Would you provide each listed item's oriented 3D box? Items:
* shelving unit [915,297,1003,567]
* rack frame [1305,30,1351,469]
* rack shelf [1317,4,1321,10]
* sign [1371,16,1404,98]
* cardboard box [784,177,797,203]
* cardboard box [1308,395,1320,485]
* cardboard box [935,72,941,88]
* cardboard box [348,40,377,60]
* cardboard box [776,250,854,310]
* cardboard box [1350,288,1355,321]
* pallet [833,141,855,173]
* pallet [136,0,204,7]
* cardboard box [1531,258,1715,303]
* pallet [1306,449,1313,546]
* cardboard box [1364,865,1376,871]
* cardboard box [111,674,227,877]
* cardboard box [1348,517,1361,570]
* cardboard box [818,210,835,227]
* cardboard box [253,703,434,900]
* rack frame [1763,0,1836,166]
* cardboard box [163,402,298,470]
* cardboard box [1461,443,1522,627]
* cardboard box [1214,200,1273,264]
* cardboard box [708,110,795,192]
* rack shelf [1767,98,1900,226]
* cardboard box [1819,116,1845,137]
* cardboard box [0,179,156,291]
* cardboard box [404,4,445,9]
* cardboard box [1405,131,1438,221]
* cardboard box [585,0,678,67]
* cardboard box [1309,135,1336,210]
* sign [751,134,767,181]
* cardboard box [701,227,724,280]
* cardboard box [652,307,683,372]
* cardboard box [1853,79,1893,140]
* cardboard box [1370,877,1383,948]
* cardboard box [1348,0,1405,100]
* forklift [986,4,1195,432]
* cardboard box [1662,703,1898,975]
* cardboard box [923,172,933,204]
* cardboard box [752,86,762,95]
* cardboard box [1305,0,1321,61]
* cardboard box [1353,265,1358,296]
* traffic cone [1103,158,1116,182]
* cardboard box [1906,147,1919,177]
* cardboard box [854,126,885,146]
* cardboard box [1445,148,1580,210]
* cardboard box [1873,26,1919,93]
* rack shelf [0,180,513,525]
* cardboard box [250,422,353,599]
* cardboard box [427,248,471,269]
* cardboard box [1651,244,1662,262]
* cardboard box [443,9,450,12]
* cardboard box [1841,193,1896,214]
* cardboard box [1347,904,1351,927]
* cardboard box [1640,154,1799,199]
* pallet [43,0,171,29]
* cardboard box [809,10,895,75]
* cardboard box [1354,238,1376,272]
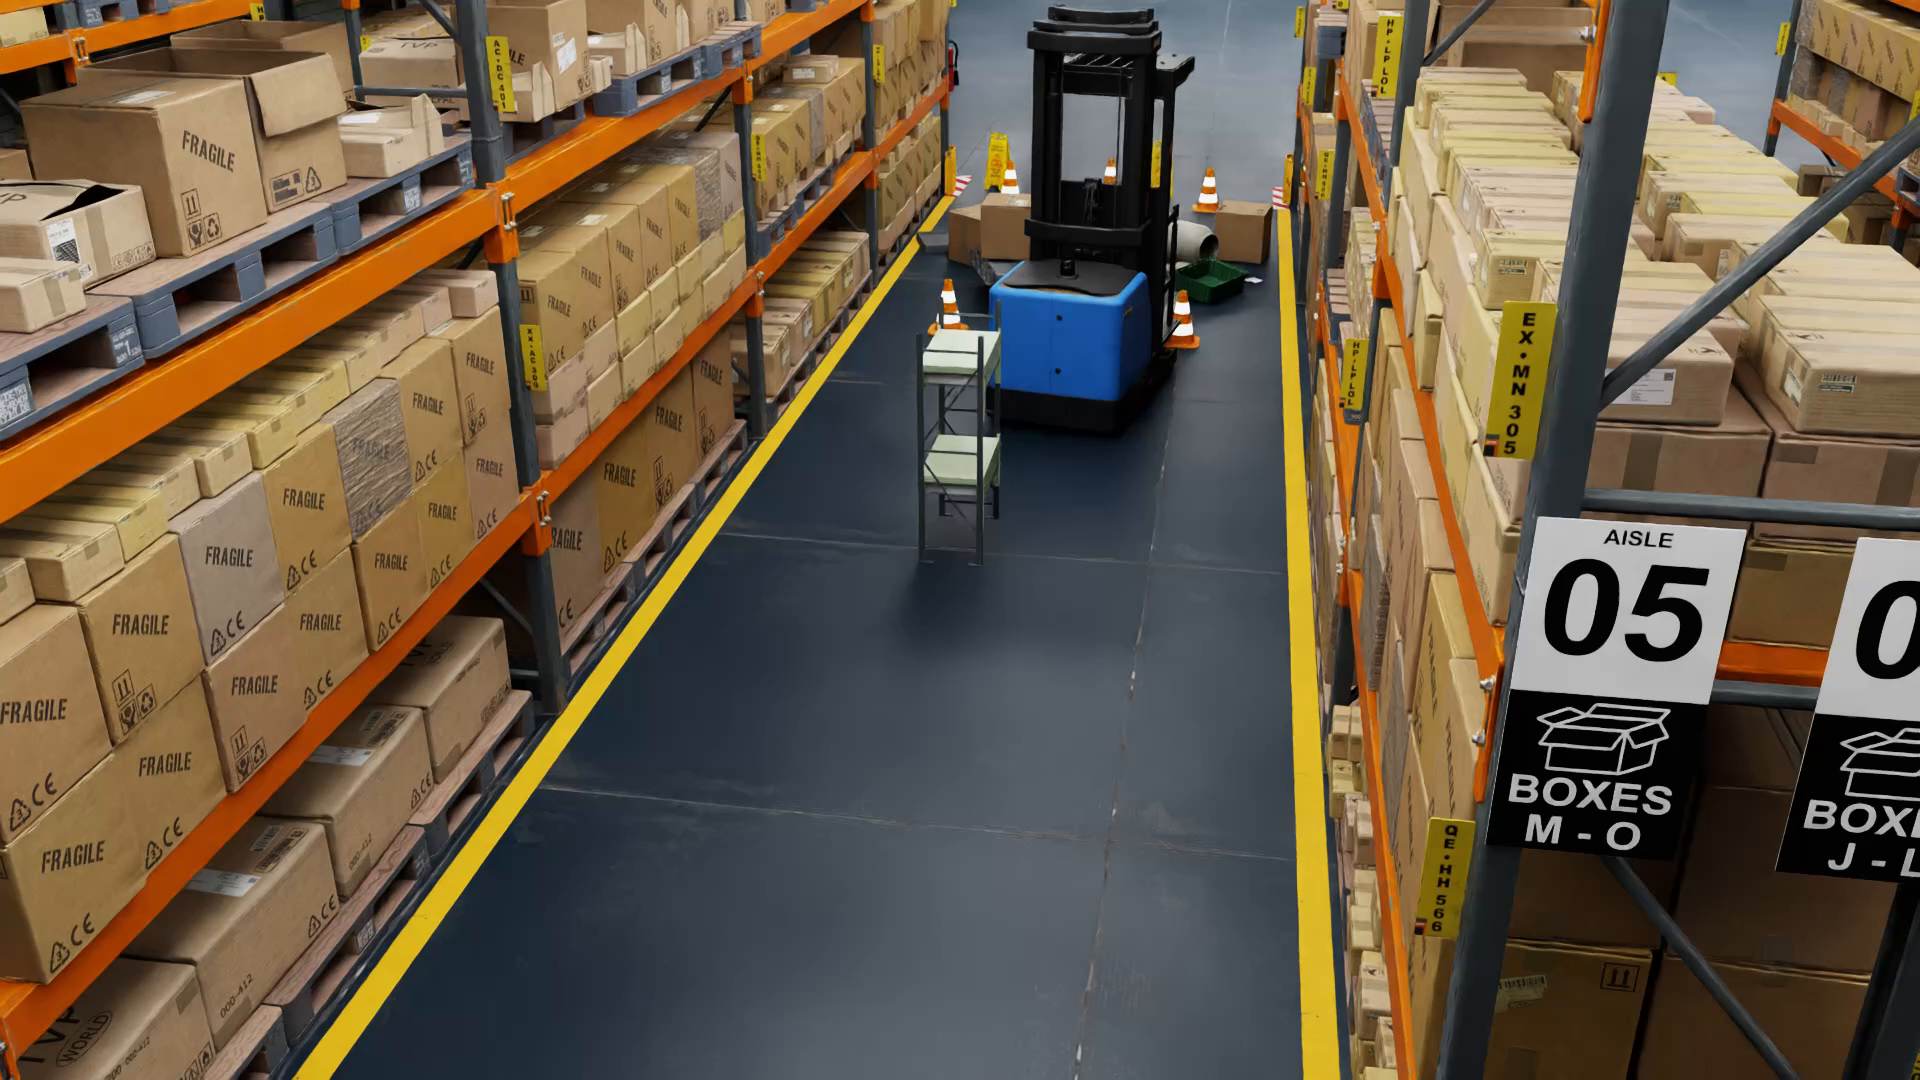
[{"bbox_3d":[0.001,-0.682,10.438,0.431,1.500,0.755,4,25,9],"label":"shelving unit"},{"bbox_3d":[2.962,-1.854,11.173,1.000,3.000,0.127,4,25,9],"label":"rack frame"},{"bbox_3d":[3.942,-5.396,16.050,1.077,0.370,4.000,4,25,9],"label":"rack shelf"},{"bbox_3d":[1.760,-1.989,6.849,0.100,0.325,0.005,4,25,9],"label":"sign"},{"bbox_3d":[-1.467,-2.695,12.770,0.380,0.149,0.250,4,25,9],"label":"cardboard box"},{"bbox_3d":[2.595,-0.634,11.019,0.500,0.500,0.500,3,25,6],"label":"cardboard box"},{"bbox_3d":[-0.413,-5.102,18.408,0.380,0.149,0.250,4,25,8],"label":"cardboard box"},{"bbox_3d":[-5.837,-4.757,16.140,0.380,0.149,0.250,5,25,10],"label":"cardboard box"},{"bbox_3d":[-1.482,-2.307,14.745,0.950,0.372,0.625,6,26,12],"label":"cardboard box"},{"bbox_3d":[2.559,-1.419,10.045,0.380,0.149,0.250,5,26,11],"label":"cardboard box"},{"bbox_3d":[-1.553,-3.431,14.768,1.003,0.211,1.213,4,25,9],"label":"pallet"},{"bbox_3d":[-6.633,-4.528,13.570,1.003,0.211,1.213,5,26,11],"label":"pallet"},{"bbox_3d":[1.597,-0.569,4.006,0.380,0.149,0.250,3,25,7],"label":"cardboard box"},{"bbox_3d":[2.833,-0.264,11.066,1.003,0.211,1.213,4,25,9],"label":"pallet"},{"bbox_3d":[1.861,1.357,6.829,0.380,0.149,0.250,5,26,11],"label":"cardboard box"},{"bbox_3d":[-2.829,0.751,5.488,0.500,0.500,0.500,4,25,8],"label":"cardboard box"},{"bbox_3d":[1.939,0.028,7.447,0.380,0.149,0.250,5,26,10],"label":"cardboard box"},{"bbox_3d":[-1.453,-3.378,16.292,0.500,0.500,0.500,4,25,8],"label":"cardboard box"},{"bbox_3d":[-2.946,1.118,7.350,0.875,0.438,0.875,3,25,7],"label":"cardboard box"},{"bbox_3d":[9.146,-4.814,17.496,1.000,3.000,0.127,4,25,9],"label":"rack frame"},{"bbox_3d":[-2.620,-0.376,5.952,0.380,0.149,0.250,3,25,7],"label":"cardboard box"},{"bbox_3d":[1.468,-0.007,3.866,0.500,0.250,0.500,3,25,7],"label":"cardboard box"},{"bbox_3d":[2.857,-3.116,16.815,0.500,0.500,0.500,8,26,18],"label":"cardboard box"},{"bbox_3d":[-1.558,-2.916,12.476,0.500,0.500,0.500,5,26,11],"label":"cardboard box"},{"bbox_3d":[8.819,-3.652,15.862,1.077,0.370,4.000,4,25,9],"label":"rack shelf"},{"bbox_3d":[8.523,-3.977,16.004,0.380,0.149,0.250,4,25,9],"label":"cardboard box"},{"bbox_3d":[-2.952,-0.985,5.270,0.500,0.311,0.500,4,25,9],"label":"cardboard box"},{"bbox_3d":[-5.954,-5.870,18.519,0.380,0.149,0.250,4,25,9],"label":"cardboard box"},{"bbox_3d":[1.906,-1.305,6.049,0.500,0.250,0.500,4,25,8],"label":"cardboard box"},{"bbox_3d":[-1.940,-2.992,9.451,0.500,0.500,0.500,4,25,9],"label":"cardboard box"},{"bbox_3d":[3.098,-2.951,13.398,0.500,0.500,0.500,4,25,8],"label":"cardboard box"},{"bbox_3d":[-1.390,-2.642,11.490,0.100,0.325,0.005,4,25,9],"label":"sign"},{"bbox_3d":[-1.847,-1.878,10.812,0.500,0.250,0.500,3,25,7],"label":"cardboard box"},{"bbox_3d":[-1.986,-1.218,9.990,0.500,0.250,0.500,4,25,8],"label":"cardboard box"},{"bbox_3d":[8.726,-3.928,15.134,0.875,0.500,0.500,4,25,9],"label":"cardboard box"},{"bbox_3d":[1.767,1.432,6.318,0.380,0.149,0.250,4,25,9],"label":"cardboard box"},{"bbox_3d":[2.531,-2.828,9.597,0.500,0.500,0.500,4,25,9],"label":"cardboard box"},{"bbox_3d":[1.168,-2.728,13.120,1.130,2.935,3.031,9,26,18],"label":"forklift"},{"bbox_3d":[1.990,0.690,4.090,0.500,0.500,0.500,4,25,8],"label":"cardboard box"},{"bbox_3d":[-0.590,-3.873,18.233,0.500,0.250,0.500,4,25,9],"label":"cardboard box"},{"bbox_3d":[-1.893,-3.391,13.491,0.500,0.500,0.500,3,25,6],"label":"cardboard box"},{"bbox_3d":[3.946,-5.143,16.749,0.875,0.550,0.550,4,25,9],"label":"cardboard box"},{"bbox_3d":[2.561,-1.546,9.965,0.380,0.149,0.250,4,25,9],"label":"cardboard box"},{"bbox_3d":[1.722,-4.148,19.065,0.336,0.463,0.334,4,25,9],"label":"traffic cone"},{"bbox_3d":[8.224,-3.280,13.017,1.000,1.000,1.000,4,25,9],"label":"cardboard box"},{"bbox_3d":[-0.917,-3.823,15.676,0.380,0.149,0.250,4,25,8],"label":"cardboard box"},{"bbox_3d":[1.730,-1.117,5.177,0.380,0.149,0.250,3,25,7],"label":"cardboard box"},{"bbox_3d":[8.375,-4.190,14.516,0.500,0.500,0.500,4,25,9],"label":"cardboard box"},{"bbox_3d":[-2.919,-0.678,5.971,1.077,0.370,4.000,4,25,9],"label":"rack shelf"},{"bbox_3d":[-2.652,-0.129,6.190,0.500,0.500,0.500,4,25,9],"label":"cardboard box"},{"bbox_3d":[-2.767,-1.184,8.444,0.500,0.500,0.500,5,26,10],"label":"cardboard box"},{"bbox_3d":[2.161,-0.620,4.584,0.500,0.250,0.500,4,25,9],"label":"cardboard box"},{"bbox_3d":[-5.452,-5.720,18.198,0.380,0.149,0.250,5,25,10],"label":"cardboard box"},{"bbox_3d":[8.842,-3.099,16.286,0.500,0.500,0.500,6,26,13],"label":"cardboard box"},{"bbox_3d":[1.760,1.595,6.671,0.380,0.149,0.250,3,25,7],"label":"cardboard box"},{"bbox_3d":[2.320,-1.079,5.095,0.380,0.149,0.250,4,25,8],"label":"cardboard box"},{"bbox_3d":[-6.813,-4.060,12.570,1.213,0.211,1.003,5,26,11],"label":"pallet"},{"bbox_3d":[-0.999,-4.630,15.454,0.700,0.500,0.500,4,25,8],"label":"cardboard box"},{"bbox_3d":[2.565,-1.694,9.931,0.380,0.149,0.250,3,25,6],"label":"cardboard box"}]
